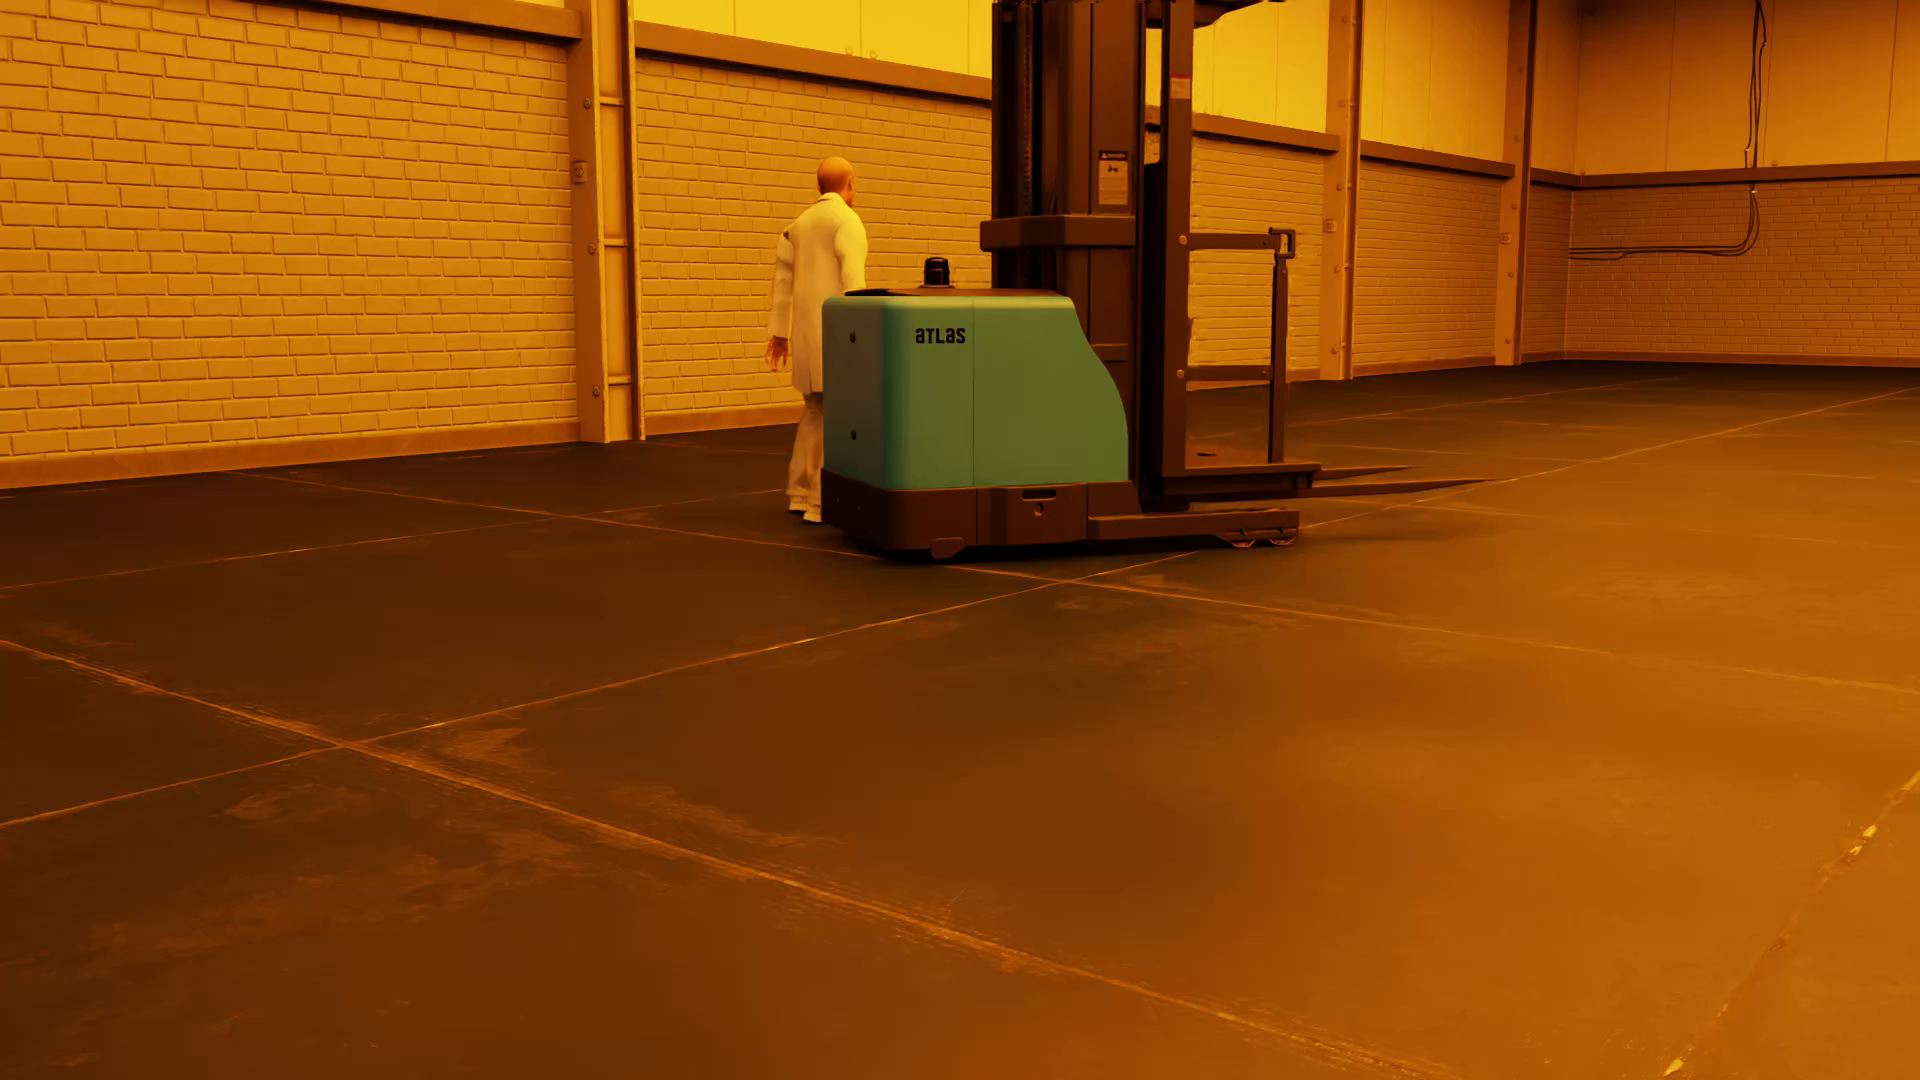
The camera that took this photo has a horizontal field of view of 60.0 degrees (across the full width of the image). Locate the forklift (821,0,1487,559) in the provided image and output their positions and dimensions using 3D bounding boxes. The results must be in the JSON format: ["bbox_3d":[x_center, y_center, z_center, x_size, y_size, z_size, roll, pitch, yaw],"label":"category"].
[{"bbox_3d":[0.945,-1.482,7.409,3.031,2.935,1.130,-3,9,-20],"label":"forklift"}]

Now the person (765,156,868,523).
[{"bbox_3d":[-0.651,-0.967,8.044,0.451,1.749,0.910,-7,11,-40],"label":"person"}]
